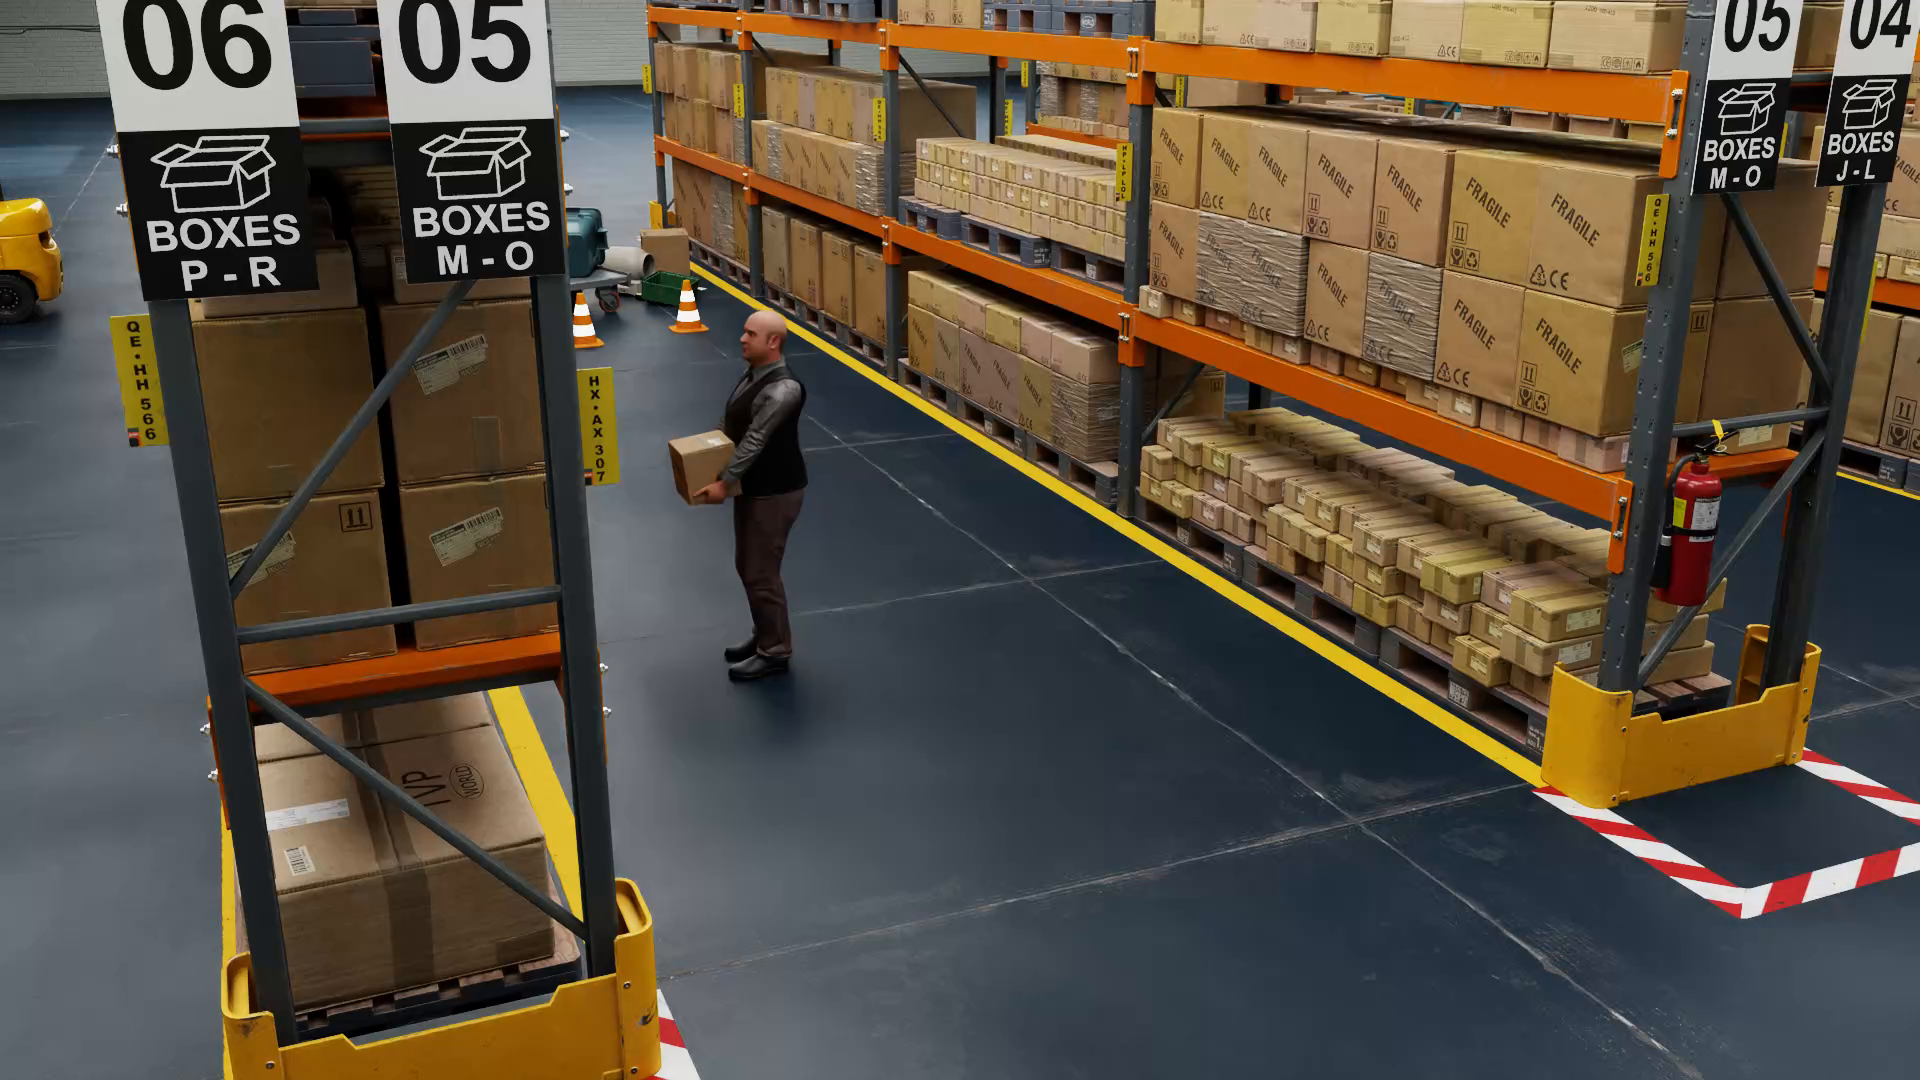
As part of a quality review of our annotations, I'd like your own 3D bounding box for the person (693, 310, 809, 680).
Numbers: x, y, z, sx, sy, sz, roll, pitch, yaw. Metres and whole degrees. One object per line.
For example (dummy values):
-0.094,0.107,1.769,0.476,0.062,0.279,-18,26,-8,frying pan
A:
-0.992,-0.204,7.714,0.555,1.718,0.495,-8,20,-22,person
